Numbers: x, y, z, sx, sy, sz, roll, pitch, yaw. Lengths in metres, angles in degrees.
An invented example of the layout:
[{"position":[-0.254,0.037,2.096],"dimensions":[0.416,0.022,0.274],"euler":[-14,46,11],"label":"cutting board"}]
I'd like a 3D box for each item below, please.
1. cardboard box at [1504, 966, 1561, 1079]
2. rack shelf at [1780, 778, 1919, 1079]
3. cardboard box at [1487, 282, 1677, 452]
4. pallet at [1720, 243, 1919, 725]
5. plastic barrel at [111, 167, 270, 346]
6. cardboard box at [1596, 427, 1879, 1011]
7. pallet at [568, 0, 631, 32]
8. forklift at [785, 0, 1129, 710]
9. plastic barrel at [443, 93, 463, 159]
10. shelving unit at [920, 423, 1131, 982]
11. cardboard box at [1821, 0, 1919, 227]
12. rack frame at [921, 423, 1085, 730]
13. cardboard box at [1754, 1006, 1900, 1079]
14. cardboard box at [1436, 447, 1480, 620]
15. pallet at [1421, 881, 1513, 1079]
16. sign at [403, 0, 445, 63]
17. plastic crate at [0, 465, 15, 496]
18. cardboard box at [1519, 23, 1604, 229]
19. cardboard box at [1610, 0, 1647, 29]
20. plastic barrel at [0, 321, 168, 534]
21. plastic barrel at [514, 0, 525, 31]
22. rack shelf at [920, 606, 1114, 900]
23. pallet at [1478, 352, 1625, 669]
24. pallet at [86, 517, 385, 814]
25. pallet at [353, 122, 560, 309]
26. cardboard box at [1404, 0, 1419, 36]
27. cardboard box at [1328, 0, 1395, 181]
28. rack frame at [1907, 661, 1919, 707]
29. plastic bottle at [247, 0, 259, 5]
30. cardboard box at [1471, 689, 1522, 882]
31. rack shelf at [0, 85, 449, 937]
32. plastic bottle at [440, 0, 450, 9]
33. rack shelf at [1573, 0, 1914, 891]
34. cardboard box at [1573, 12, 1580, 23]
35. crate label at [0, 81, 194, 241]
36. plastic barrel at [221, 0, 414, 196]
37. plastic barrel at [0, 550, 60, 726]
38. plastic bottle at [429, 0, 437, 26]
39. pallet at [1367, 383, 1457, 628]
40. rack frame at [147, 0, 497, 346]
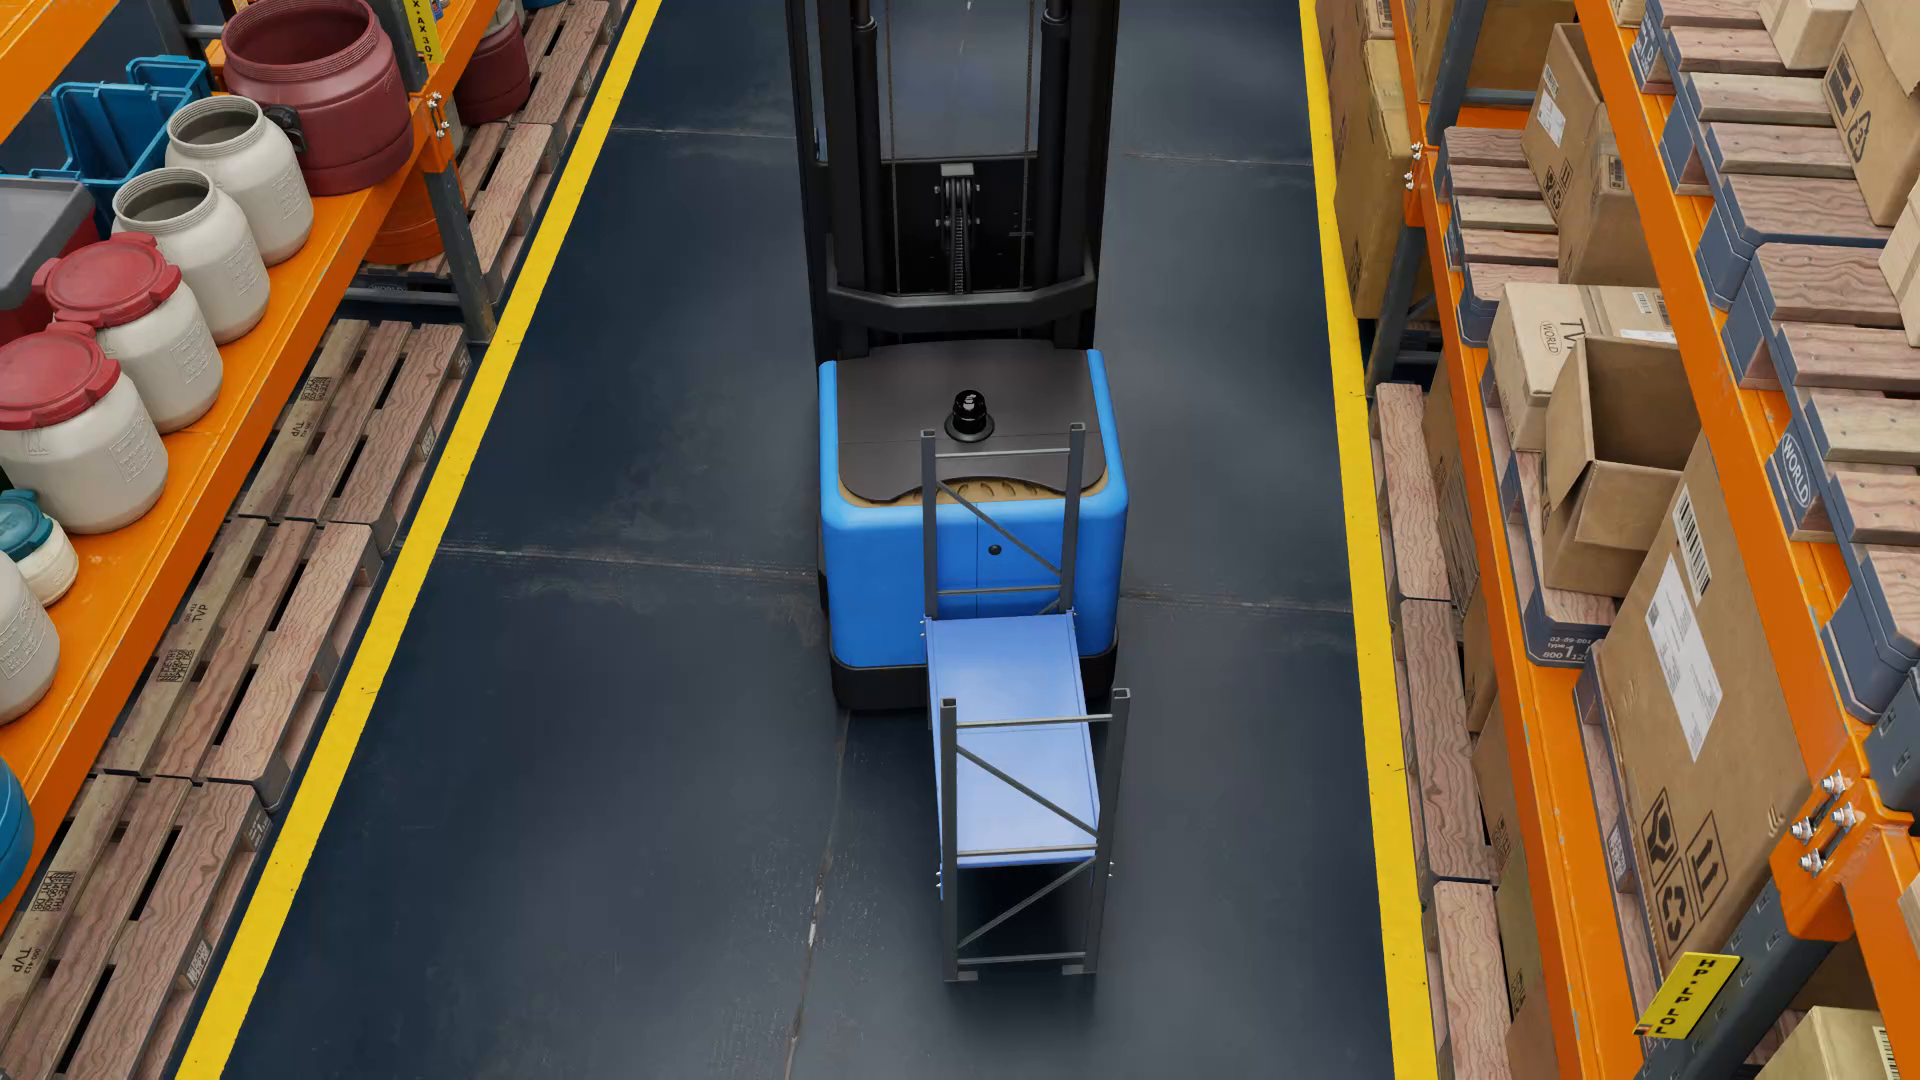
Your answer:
[{"position":[2.008,1.541,4.730],"dimensions":[0.700,0.500,0.500],"euler":[1,48,1],"label":"cardboard box"},{"position":[1.748,1.995,1.373],"dimensions":[1.077,0.370,4.000],"euler":[4,48,4],"label":"rack shelf"},{"position":[1.913,-0.519,5.035],"dimensions":[0.500,0.250,0.500],"euler":[3,48,2],"label":"cardboard box"},{"position":[2.093,-0.100,2.929],"dimensions":[1.213,0.211,1.003],"euler":[4,48,4],"label":"pallet"},{"position":[-2.557,-0.935,5.523],"dimensions":[0.421,0.512,0.421],"euler":[0,48,0],"label":"plastic barrel"},{"position":[2.142,0.376,3.708],"dimensions":[1.000,1.000,1.000],"euler":[4,48,4],"label":"cardboard box"},{"position":[-2.384,-3.411,9.753],"dimensions":[1.003,0.211,1.213],"euler":[4,48,4],"label":"pallet"},{"position":[-0.041,-1.451,6.117],"dimensions":[1.130,2.935,3.031],"euler":[-3,48,-3],"label":"forklift"},{"position":[-2.647,-2.061,8.030],"dimensions":[0.421,0.512,0.421],"euler":[0,48,0],"label":"plastic barrel"},{"position":[0.164,0.546,5.260],"dimensions":[0.538,1.500,1.048],"euler":[-3,48,-3],"label":"shelving unit"},{"position":[2.157,-0.925,3.202],"dimensions":[0.797,0.503,0.637],"euler":[6,48,5],"label":"cardboard box"},{"position":[0.131,0.172,5.603],"dimensions":[0.500,1.500,0.032],"euler":[-3,48,-3],"label":"rack frame"},{"position":[1.636,1.137,2.756],"dimensions":[0.500,0.500,0.500],"euler":[4,48,4],"label":"cardboard box"},{"position":[2.216,-0.047,6.182],"dimensions":[0.700,0.500,0.500],"euler":[0,48,0],"label":"cardboard box"},{"position":[2.000,1.664,5.111],"dimensions":[1.003,0.211,1.213],"euler":[4,48,4],"label":"pallet"},{"position":[-2.089,-2.001,6.462],"dimensions":[0.100,0.325,0.005],"euler":[4,48,4],"label":"sign"},{"position":[-3.124,-0.265,5.129],"dimensions":[0.450,0.188,0.662],"euler":[4,48,4],"label":"plastic crate"},{"position":[2.286,-1.420,5.690],"dimensions":[0.500,0.500,0.500],"euler":[-1,48,-1],"label":"cardboard box"},{"position":[1.914,-1.522,4.204],"dimensions":[0.500,0.250,0.500],"euler":[5,48,4],"label":"cardboard box"},{"position":[-2.629,-0.311,4.936],"dimensions":[0.433,0.535,0.433],"euler":[0,48,0],"label":"plastic barrel"},{"position":[-2.544,-2.891,8.789],"dimensions":[0.421,0.512,0.421],"euler":[0,48,0],"label":"plastic barrel"},{"position":[0.164,0.667,5.393],"dimensions":[0.538,0.185,1.000],"euler":[-3,48,-3],"label":"rack shelf"},{"position":[2.156,-0.122,4.985],"dimensions":[1.003,0.211,1.213],"euler":[4,48,4],"label":"pallet"},{"position":[-2.860,0.424,6.245],"dimensions":[1.003,0.211,1.213],"euler":[4,48,4],"label":"pallet"},{"position":[-2.607,-1.618,8.113],"dimensions":[1.003,0.211,1.213],"euler":[4,48,4],"label":"pallet"},{"position":[2.145,-2.423,6.892],"dimensions":[0.500,0.500,0.500],"euler":[3,48,3],"label":"cardboard box"},{"position":[2.468,-2.229,7.937],"dimensions":[1.225,0.875,0.875],"euler":[4,48,4],"label":"cardboard box"},{"position":[1.931,-0.730,1.345],"dimensions":[1.000,3.000,0.127],"euler":[4,48,4],"label":"rack frame"},{"position":[-2.996,-2.320,7.000],"dimensions":[0.097,0.201,0.097],"euler":[0,48,0],"label":"plastic bottle"},{"position":[2.121,0.780,5.425],"dimensions":[0.700,0.500,0.500],"euler":[0,48,0],"label":"cardboard box"},{"position":[-2.819,-0.265,5.473],"dimensions":[1.077,0.370,4.000],"euler":[4,48,4],"label":"rack shelf"},{"position":[-2.229,-2.361,7.038],"dimensions":[0.097,0.201,0.097],"euler":[0,48,0],"label":"plastic bottle"},{"position":[2.113,-0.944,4.061],"dimensions":[1.077,0.370,4.000],"euler":[4,48,4],"label":"rack shelf"},{"position":[2.610,-2.017,6.520],"dimensions":[0.500,0.500,0.500],"euler":[5,48,5],"label":"cardboard box"},{"position":[-2.997,-1.277,5.888],"dimensions":[0.502,0.435,0.616],"euler":[4,48,4],"label":"crate label"},{"position":[-2.378,-1.662,6.171],"dimensions":[0.600,0.536,0.708],"euler":[4,48,4],"label":"plastic barrel"},{"position":[-2.696,0.228,4.443],"dimensions":[0.433,0.535,0.433],"euler":[0,48,0],"label":"plastic barrel"},{"position":[-2.276,-2.232,6.868],"dimensions":[0.152,0.276,0.135],"euler":[4,48,4],"label":"plastic bottle"},{"position":[2.223,-0.129,6.751],"dimensions":[1.003,0.211,1.213],"euler":[4,48,4],"label":"pallet"},{"position":[-2.637,-1.977,6.552],"dimensions":[1.000,3.000,0.127],"euler":[4,48,4],"label":"rack frame"}]
